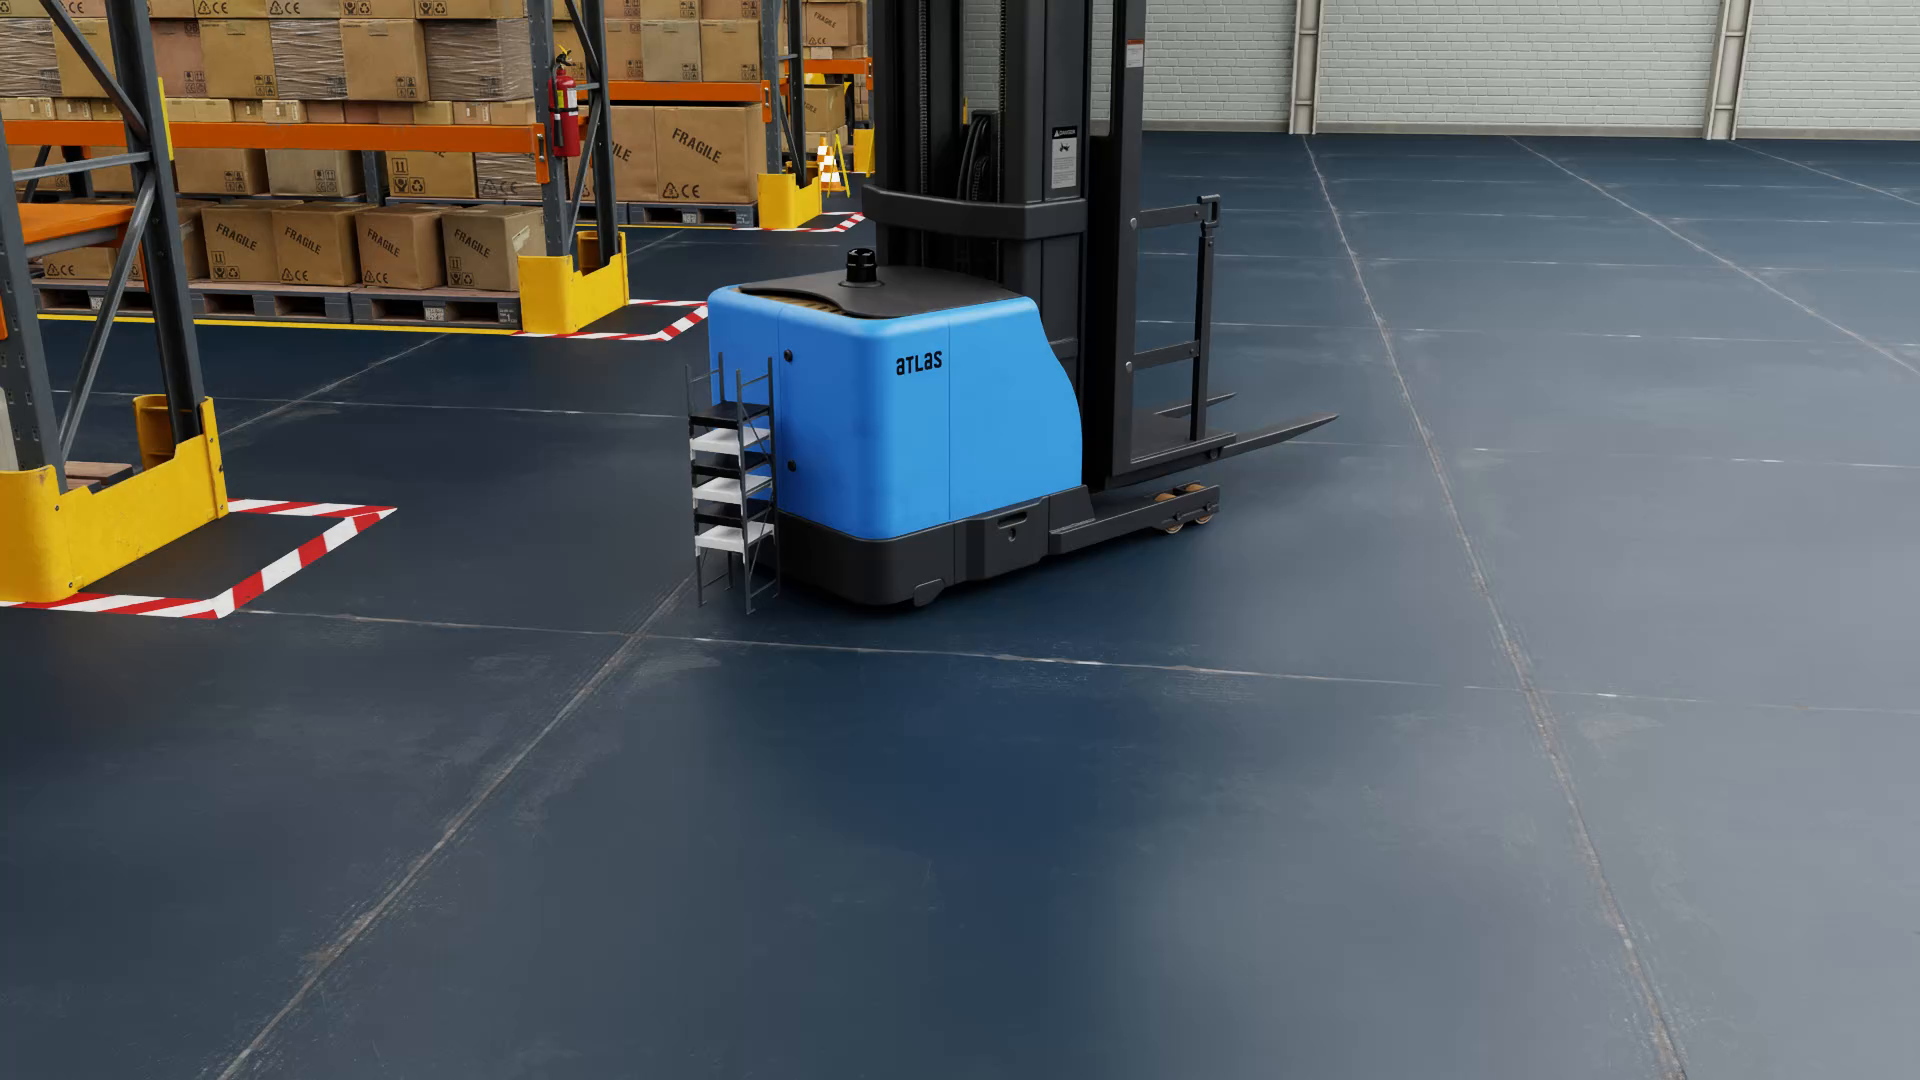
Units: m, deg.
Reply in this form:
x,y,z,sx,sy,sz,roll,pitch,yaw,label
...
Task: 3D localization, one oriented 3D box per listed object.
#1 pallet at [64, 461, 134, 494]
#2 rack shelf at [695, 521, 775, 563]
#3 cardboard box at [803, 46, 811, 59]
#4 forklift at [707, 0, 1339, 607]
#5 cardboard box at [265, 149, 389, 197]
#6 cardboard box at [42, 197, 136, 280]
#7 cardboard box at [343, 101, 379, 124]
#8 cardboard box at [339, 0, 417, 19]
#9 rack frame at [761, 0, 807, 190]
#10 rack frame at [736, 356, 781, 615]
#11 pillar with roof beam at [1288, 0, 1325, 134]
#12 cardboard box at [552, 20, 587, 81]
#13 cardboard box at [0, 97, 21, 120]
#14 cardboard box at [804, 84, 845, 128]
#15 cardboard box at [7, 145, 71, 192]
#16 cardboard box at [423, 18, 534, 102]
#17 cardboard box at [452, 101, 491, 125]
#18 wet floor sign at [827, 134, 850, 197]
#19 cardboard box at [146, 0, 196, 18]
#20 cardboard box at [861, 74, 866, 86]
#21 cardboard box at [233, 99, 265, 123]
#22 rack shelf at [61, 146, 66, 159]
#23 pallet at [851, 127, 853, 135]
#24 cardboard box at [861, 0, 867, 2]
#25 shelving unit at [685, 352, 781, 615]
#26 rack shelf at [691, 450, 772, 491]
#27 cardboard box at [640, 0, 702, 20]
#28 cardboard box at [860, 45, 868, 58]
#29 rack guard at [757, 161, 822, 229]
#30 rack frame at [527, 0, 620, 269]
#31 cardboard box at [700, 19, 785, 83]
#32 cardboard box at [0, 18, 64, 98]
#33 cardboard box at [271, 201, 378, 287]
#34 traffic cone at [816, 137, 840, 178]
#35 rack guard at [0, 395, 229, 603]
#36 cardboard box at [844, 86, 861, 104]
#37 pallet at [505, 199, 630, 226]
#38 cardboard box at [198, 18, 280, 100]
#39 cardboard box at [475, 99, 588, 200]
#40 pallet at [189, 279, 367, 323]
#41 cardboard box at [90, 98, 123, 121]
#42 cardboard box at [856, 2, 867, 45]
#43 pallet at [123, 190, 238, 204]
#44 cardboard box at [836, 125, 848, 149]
x,y,z,sx,sy,sz,roll,pitch,yaw,label
-4.199,-0.099,6.766,1.213,0.211,1.003,3,19,9,pallet
-0.813,-0.002,6.063,0.200,0.077,0.258,8,20,22,rack shelf
-1.878,-5.876,20.034,0.250,0.149,0.380,3,19,8,cardboard box
0.458,-1.524,6.738,3.031,2.935,1.130,-16,24,-40,forklift
-6.220,-3.827,16.396,0.750,0.750,1.050,3,19,8,cardboard box
-6.090,-2.124,11.700,0.500,0.500,0.500,2,19,7,cardboard box
-3.830,-2.824,10.912,0.250,0.149,0.380,3,19,9,cardboard box
-3.606,-3.577,10.566,0.500,0.500,0.500,3,19,9,cardboard box
-1.643,-4.490,15.495,0.127,3.000,1.000,3,19,9,rack frame
-0.719,-0.191,5.957,0.006,0.900,0.240,8,20,22,rack frame
4.523,-9.113,19.857,0.400,9.000,9.100,3,19,9,pillar with roof beam
-3.626,-4.668,15.790,0.500,0.550,0.875,3,19,9,cardboard box
-6.314,-2.918,11.194,0.250,0.149,0.380,3,19,9,cardboard box
-1.734,-5.425,20.779,0.500,0.500,0.500,2,19,7,cardboard box
-8.955,-3.966,16.813,0.750,0.750,1.050,3,19,8,cardboard box
-3.068,-3.166,10.911,0.500,0.500,0.875,3,19,9,cardboard box
-3.091,-2.785,10.794,0.250,0.149,0.380,3,19,9,cardboard box
-1.300,-3.992,17.718,0.232,0.644,0.267,0,19,-1,wet floor sign
-5.088,-3.653,10.791,0.500,0.500,0.500,3,19,9,cardboard box
-1.183,-6.920,24.853,0.500,0.250,0.500,3,19,10,cardboard box
-4.577,-2.849,10.985,0.250,0.149,0.380,3,19,9,cardboard box
-8.454,-2.902,11.883,4.000,0.370,1.077,3,19,9,rack shelf
-2.137,-6.366,25.497,1.213,0.211,1.003,3,19,9,pallet
-1.307,-7.938,24.619,0.250,0.149,0.380,3,19,8,cardboard box
-0.813,-0.204,5.995,0.210,0.900,0.258,8,20,22,shelving unit
-0.813,-0.258,5.977,0.200,0.077,0.258,8,20,22,rack shelf
-2.561,-5.103,15.388,0.550,0.550,0.875,3,19,9,cardboard box
-1.260,-6.009,20.430,0.250,0.149,0.380,3,19,9,cardboard box
-1.619,-3.303,15.888,0.348,0.500,1.175,3,19,9,rack guard
-2.530,-2.941,10.866,0.127,3.000,1.000,3,19,9,rack frame
-2.017,-4.566,15.485,0.550,0.550,0.875,3,19,9,cardboard box
-6.044,-3.289,11.279,0.500,0.500,0.875,3,19,9,cardboard box
-4.354,-2.048,11.475,0.500,0.500,0.500,5,19,14,cardboard box
-1.587,-4.460,19.404,0.334,0.463,0.336,3,19,9,traffic cone
-3.398,-0.193,6.593,0.348,0.500,1.175,3,19,9,rack guard
-1.711,-6.708,25.008,0.500,0.250,0.500,2,19,7,cardboard box
-3.646,-3.245,16.170,1.213,0.211,1.003,3,19,9,pallet
-4.560,-3.221,11.076,0.500,0.500,0.875,3,19,9,cardboard box
-4.092,-3.785,16.075,0.875,0.875,0.875,3,19,9,cardboard box
-4.602,-1.737,11.661,1.213,0.211,1.003,3,19,9,pallet
-5.570,-2.888,11.103,0.250,0.149,0.380,3,19,9,cardboard box
-1.381,-6.345,20.413,0.500,0.500,0.500,3,19,8,cardboard box
-7.574,-3.445,16.766,1.213,0.211,1.003,3,19,9,pallet
-1.710,-5.068,20.895,0.500,0.250,0.500,3,19,8,cardboard box
